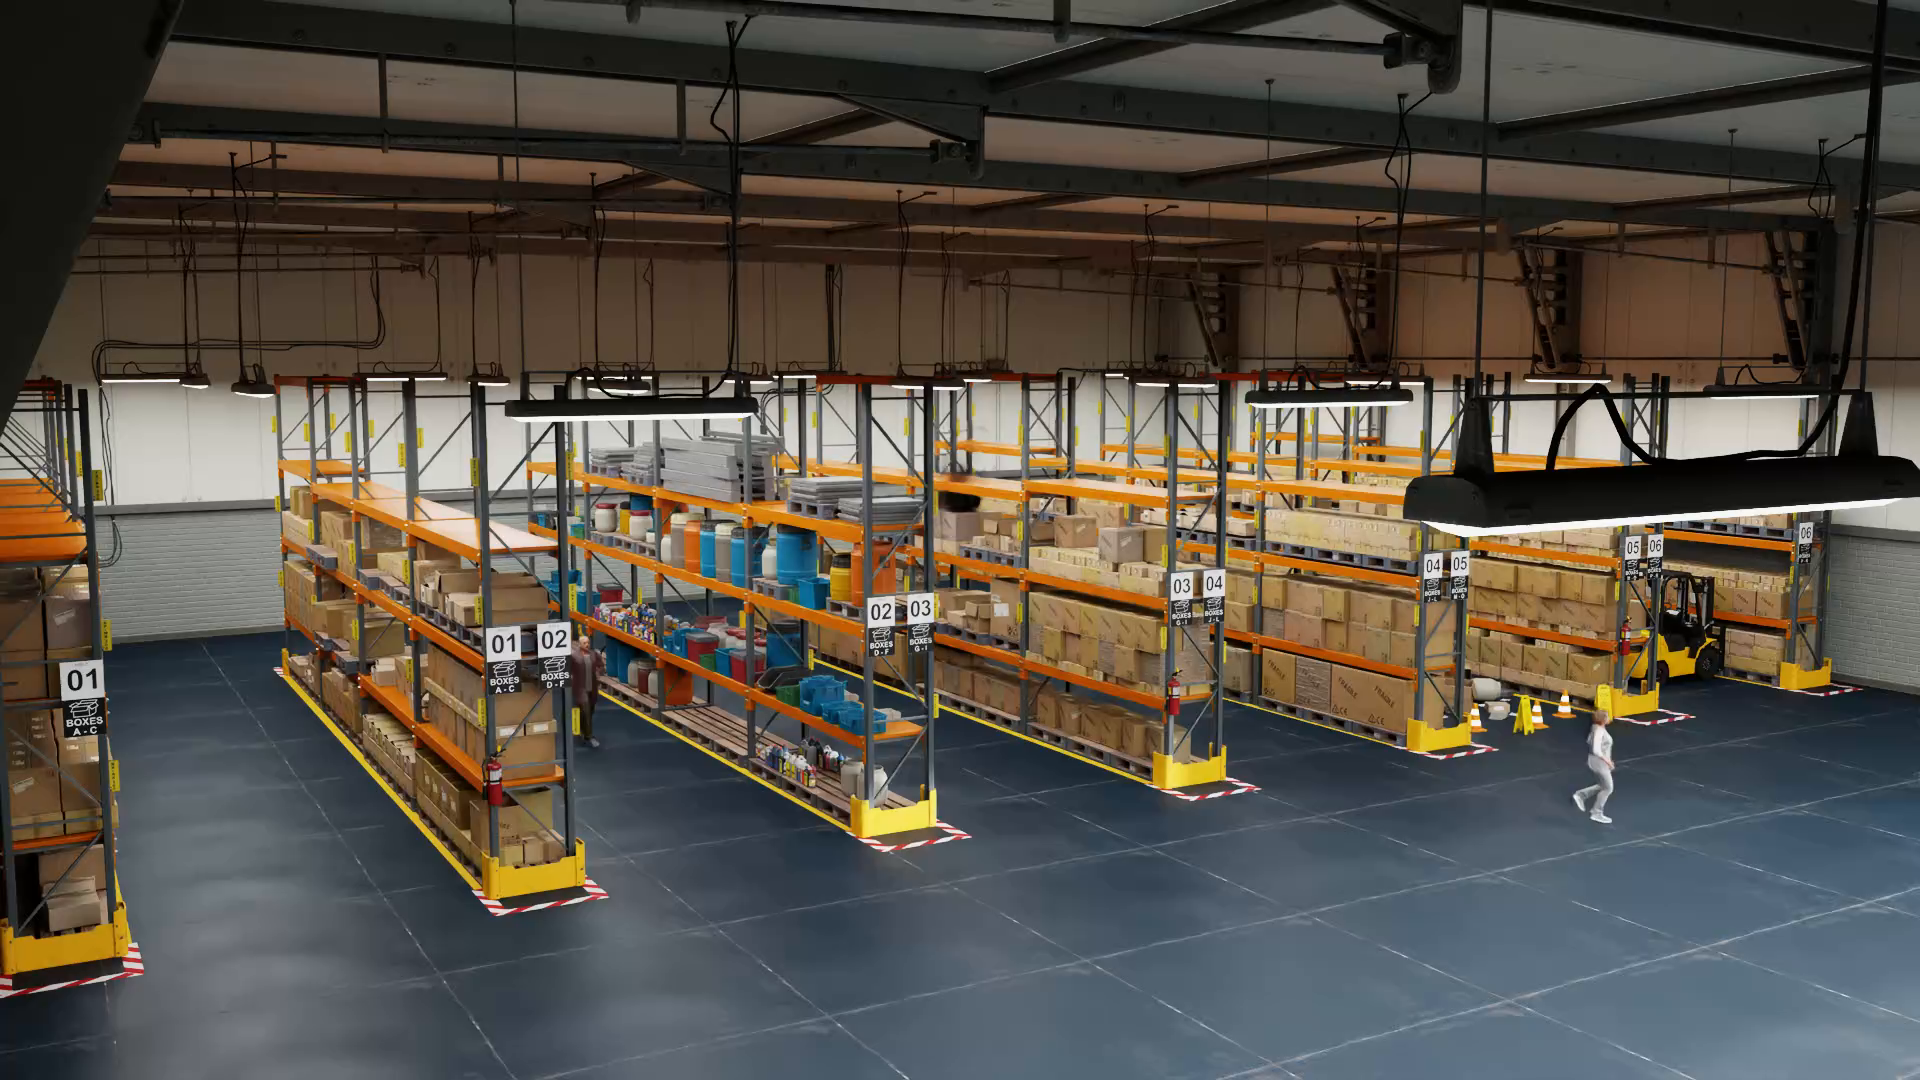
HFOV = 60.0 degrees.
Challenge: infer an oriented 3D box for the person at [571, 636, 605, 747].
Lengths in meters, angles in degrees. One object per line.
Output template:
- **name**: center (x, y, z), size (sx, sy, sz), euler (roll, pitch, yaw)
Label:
- **person**: center (-6.134, 2.544, 27.233), size (0.715, 1.569, 0.962), euler (-6, 8, -42)

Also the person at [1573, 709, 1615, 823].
- **person**: center (8.674, 3.081, 22.746), size (0.515, 1.570, 0.536), euler (1, 6, 12)
